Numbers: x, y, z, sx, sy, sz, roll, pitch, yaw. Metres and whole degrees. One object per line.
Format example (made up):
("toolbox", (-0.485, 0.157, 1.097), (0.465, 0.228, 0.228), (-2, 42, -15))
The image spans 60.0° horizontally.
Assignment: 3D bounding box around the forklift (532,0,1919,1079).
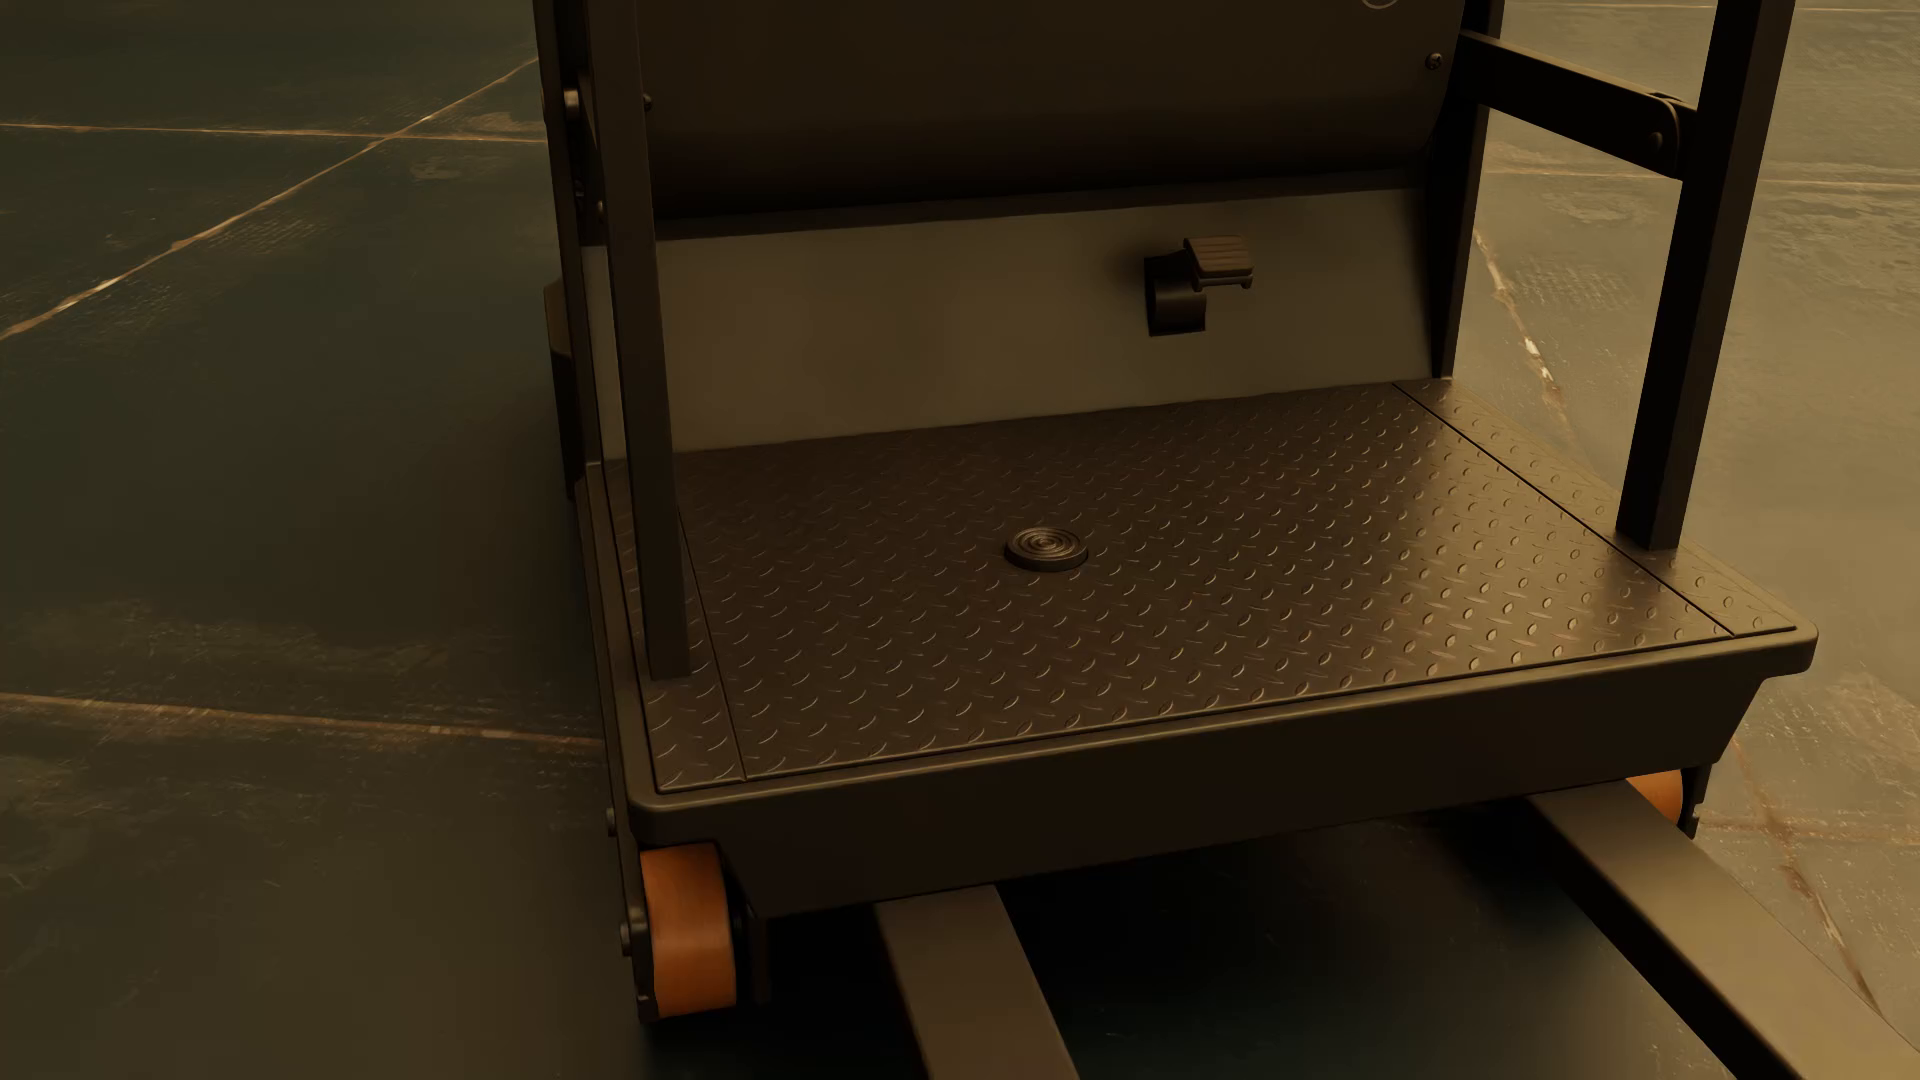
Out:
("forklift", (0.153, -1.049, 1.319), (1.130, 2.935, 3.031), (-7, 27, -13))
